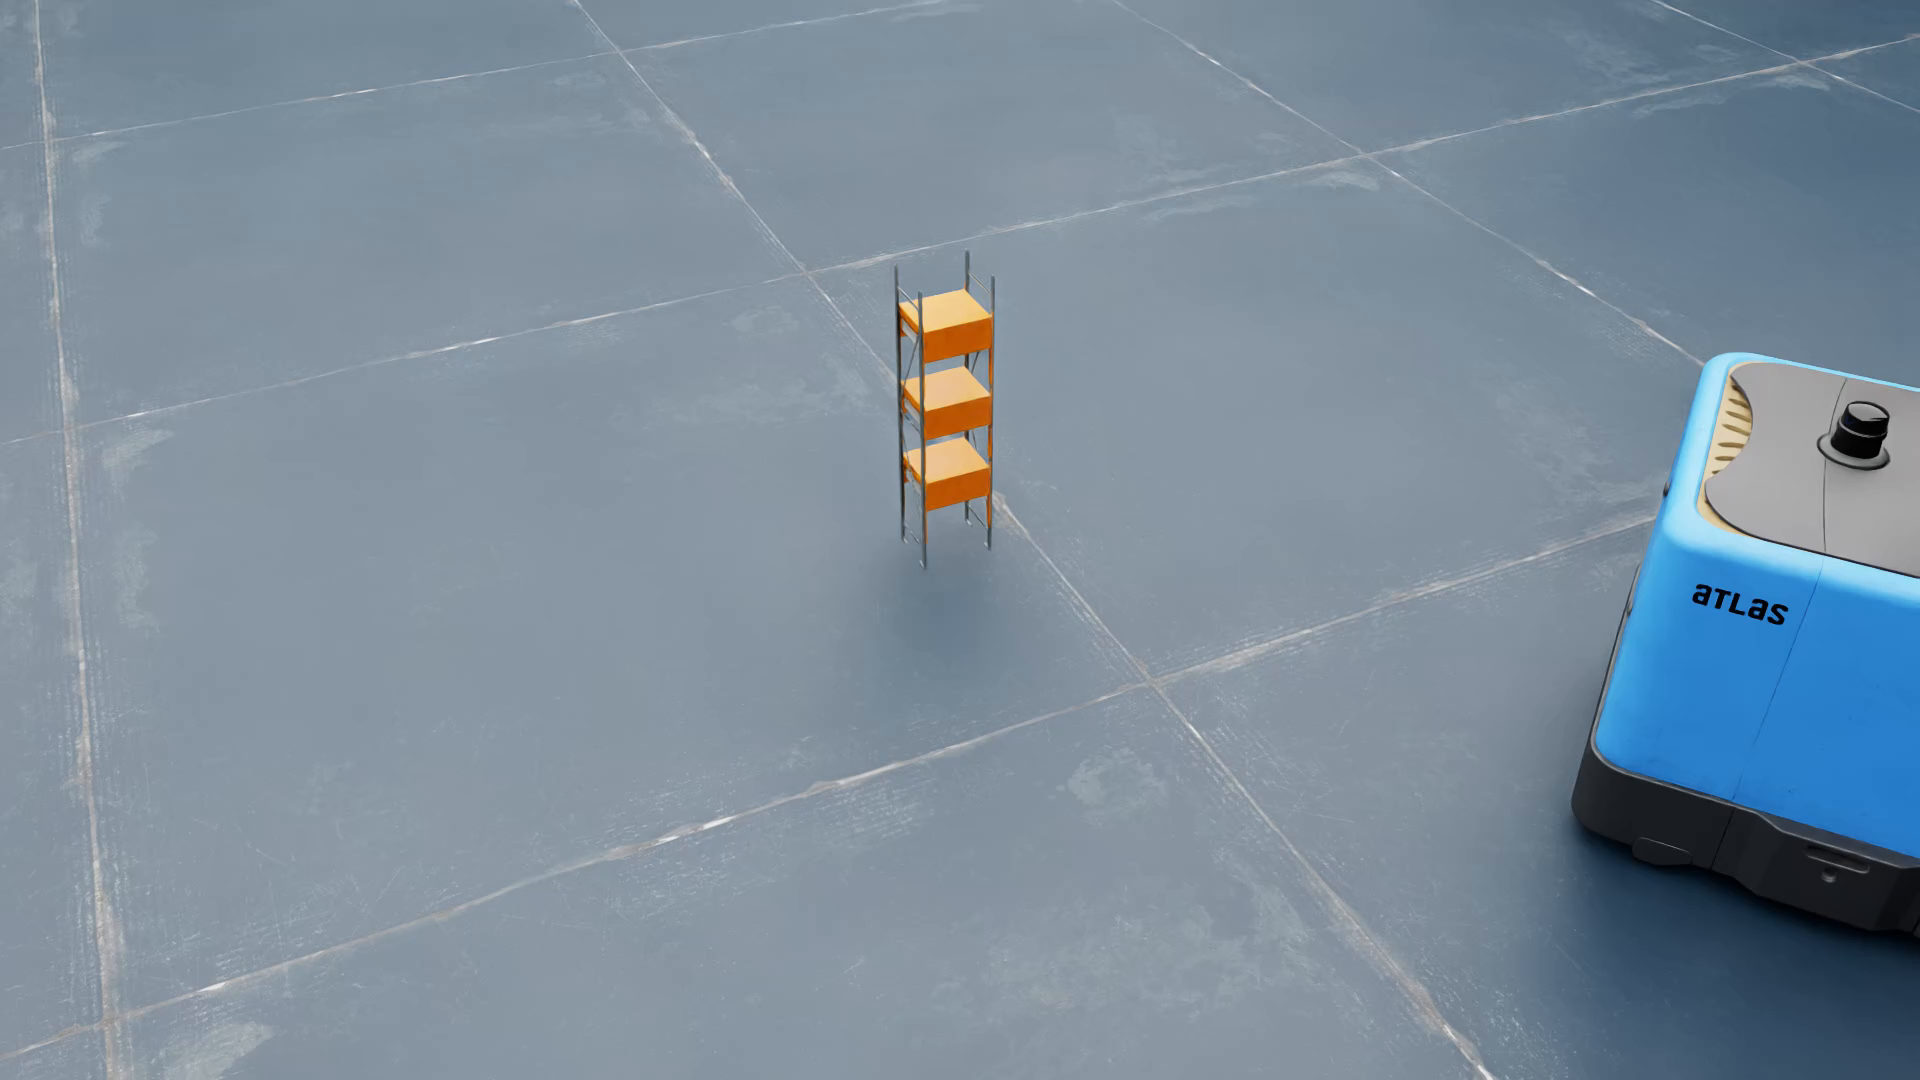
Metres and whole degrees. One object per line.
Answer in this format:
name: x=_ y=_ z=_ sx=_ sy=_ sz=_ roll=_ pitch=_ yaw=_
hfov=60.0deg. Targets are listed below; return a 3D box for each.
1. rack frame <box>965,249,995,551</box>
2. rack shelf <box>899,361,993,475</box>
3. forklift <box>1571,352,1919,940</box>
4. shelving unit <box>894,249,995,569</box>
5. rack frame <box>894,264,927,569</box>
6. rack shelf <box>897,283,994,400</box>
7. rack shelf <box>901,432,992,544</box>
rack frame: x=0.062 y=-0.439 z=5.461 sx=0.008 sy=1.050 sz=0.200 roll=-16 pitch=39 yaw=-20
rack shelf: x=-0.048 y=-0.400 z=5.425 sx=0.240 sy=0.259 sz=0.215 roll=-16 pitch=39 yaw=-20
forklift: x=3.254 y=-0.218 z=3.583 sx=3.031 sy=2.935 sz=1.130 roll=16 pitch=40 yaw=21
shelving unit: x=-0.048 y=-0.408 z=5.419 sx=0.252 sy=1.050 sz=0.215 roll=-16 pitch=39 yaw=-20
rack frame: x=-0.159 y=-0.377 z=5.377 sx=0.008 sy=1.050 sz=0.200 roll=-16 pitch=39 yaw=-20
rack shelf: x=-0.048 y=-0.628 z=5.256 sx=0.240 sy=0.259 sz=0.215 roll=-16 pitch=39 yaw=-20
rack shelf: x=-0.048 y=-0.176 z=5.591 sx=0.240 sy=0.259 sz=0.215 roll=-16 pitch=39 yaw=-20
